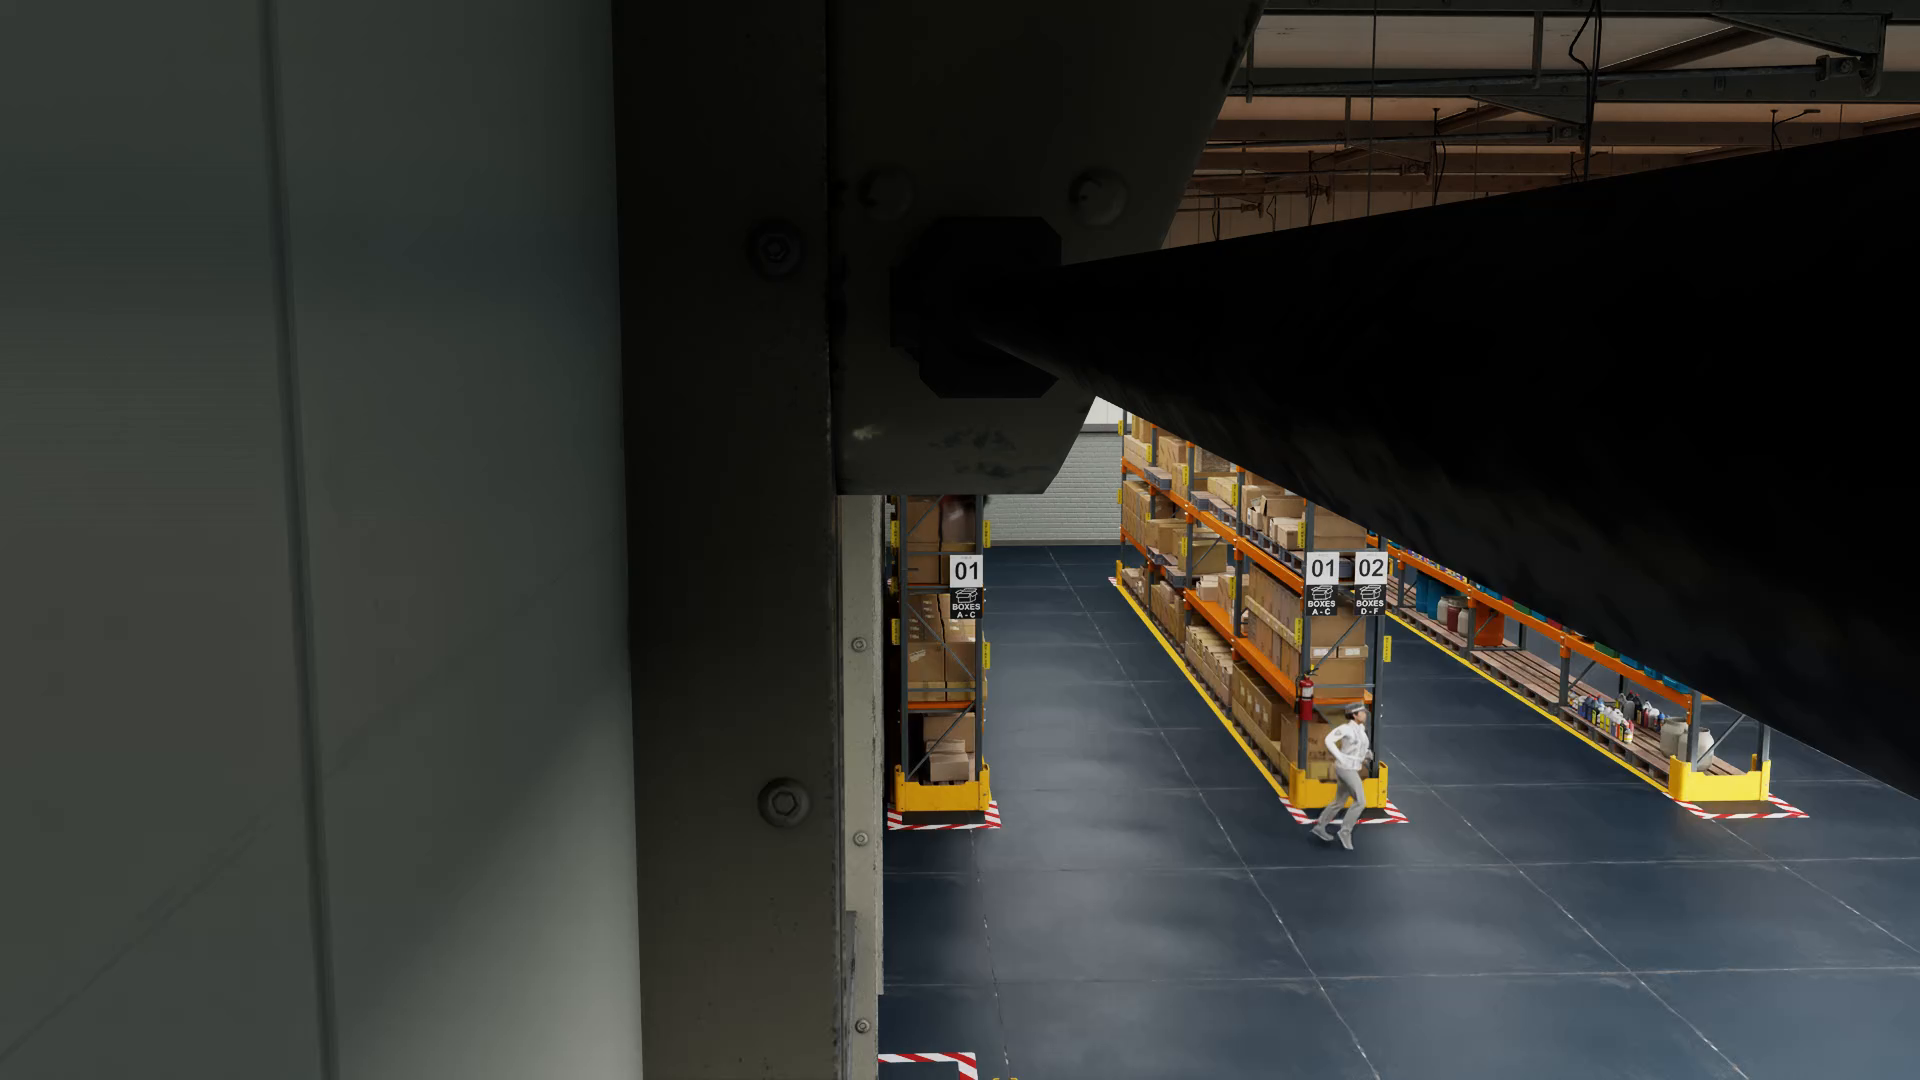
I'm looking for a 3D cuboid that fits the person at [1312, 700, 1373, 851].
[{"bbox_3d":[4.465,2.699,19.296,0.653,1.723,0.631,4,10,28],"label":"person"}]
